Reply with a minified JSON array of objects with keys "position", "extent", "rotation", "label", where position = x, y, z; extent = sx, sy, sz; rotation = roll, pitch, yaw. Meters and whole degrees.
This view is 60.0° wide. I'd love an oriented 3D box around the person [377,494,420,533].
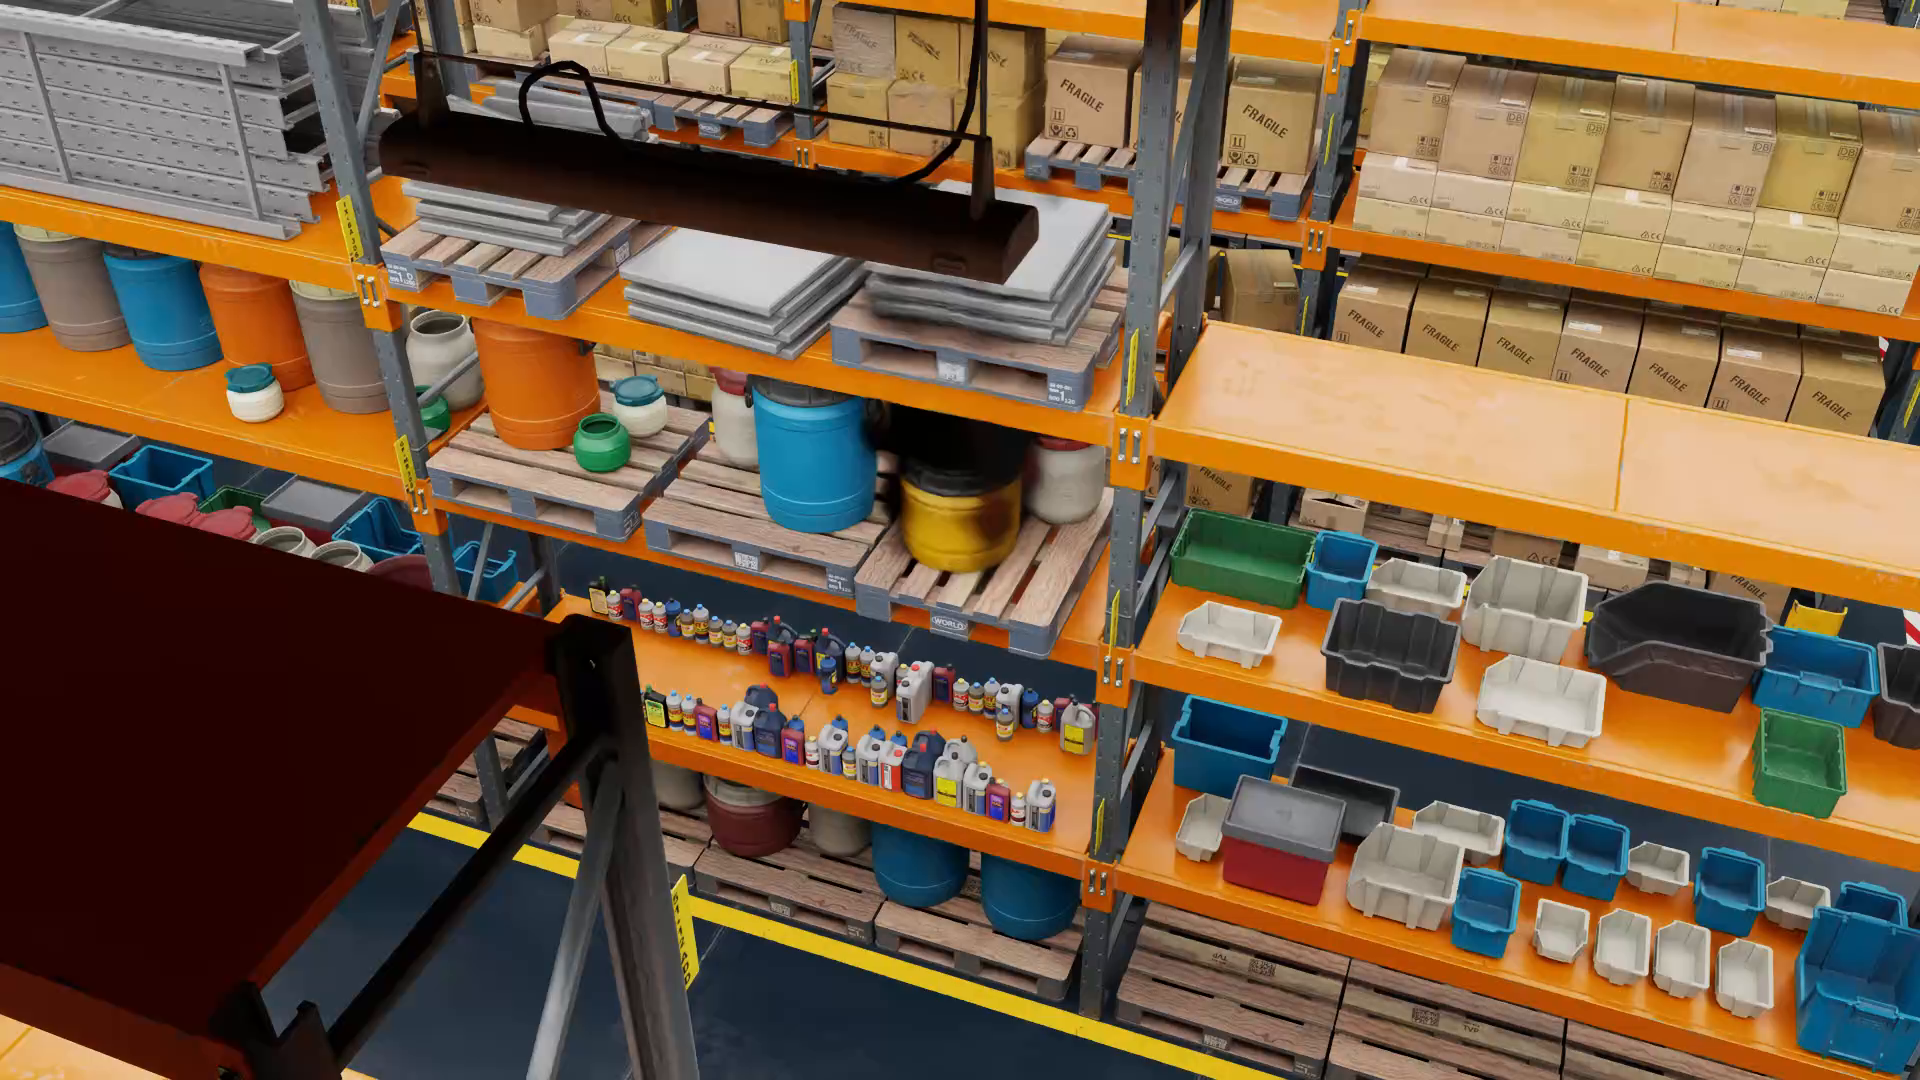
[{"position":[-4.614,-0.613,12.883],"extent":[0.882,1.555,0.543],"rotation":[9,37,12],"label":"person"}]
